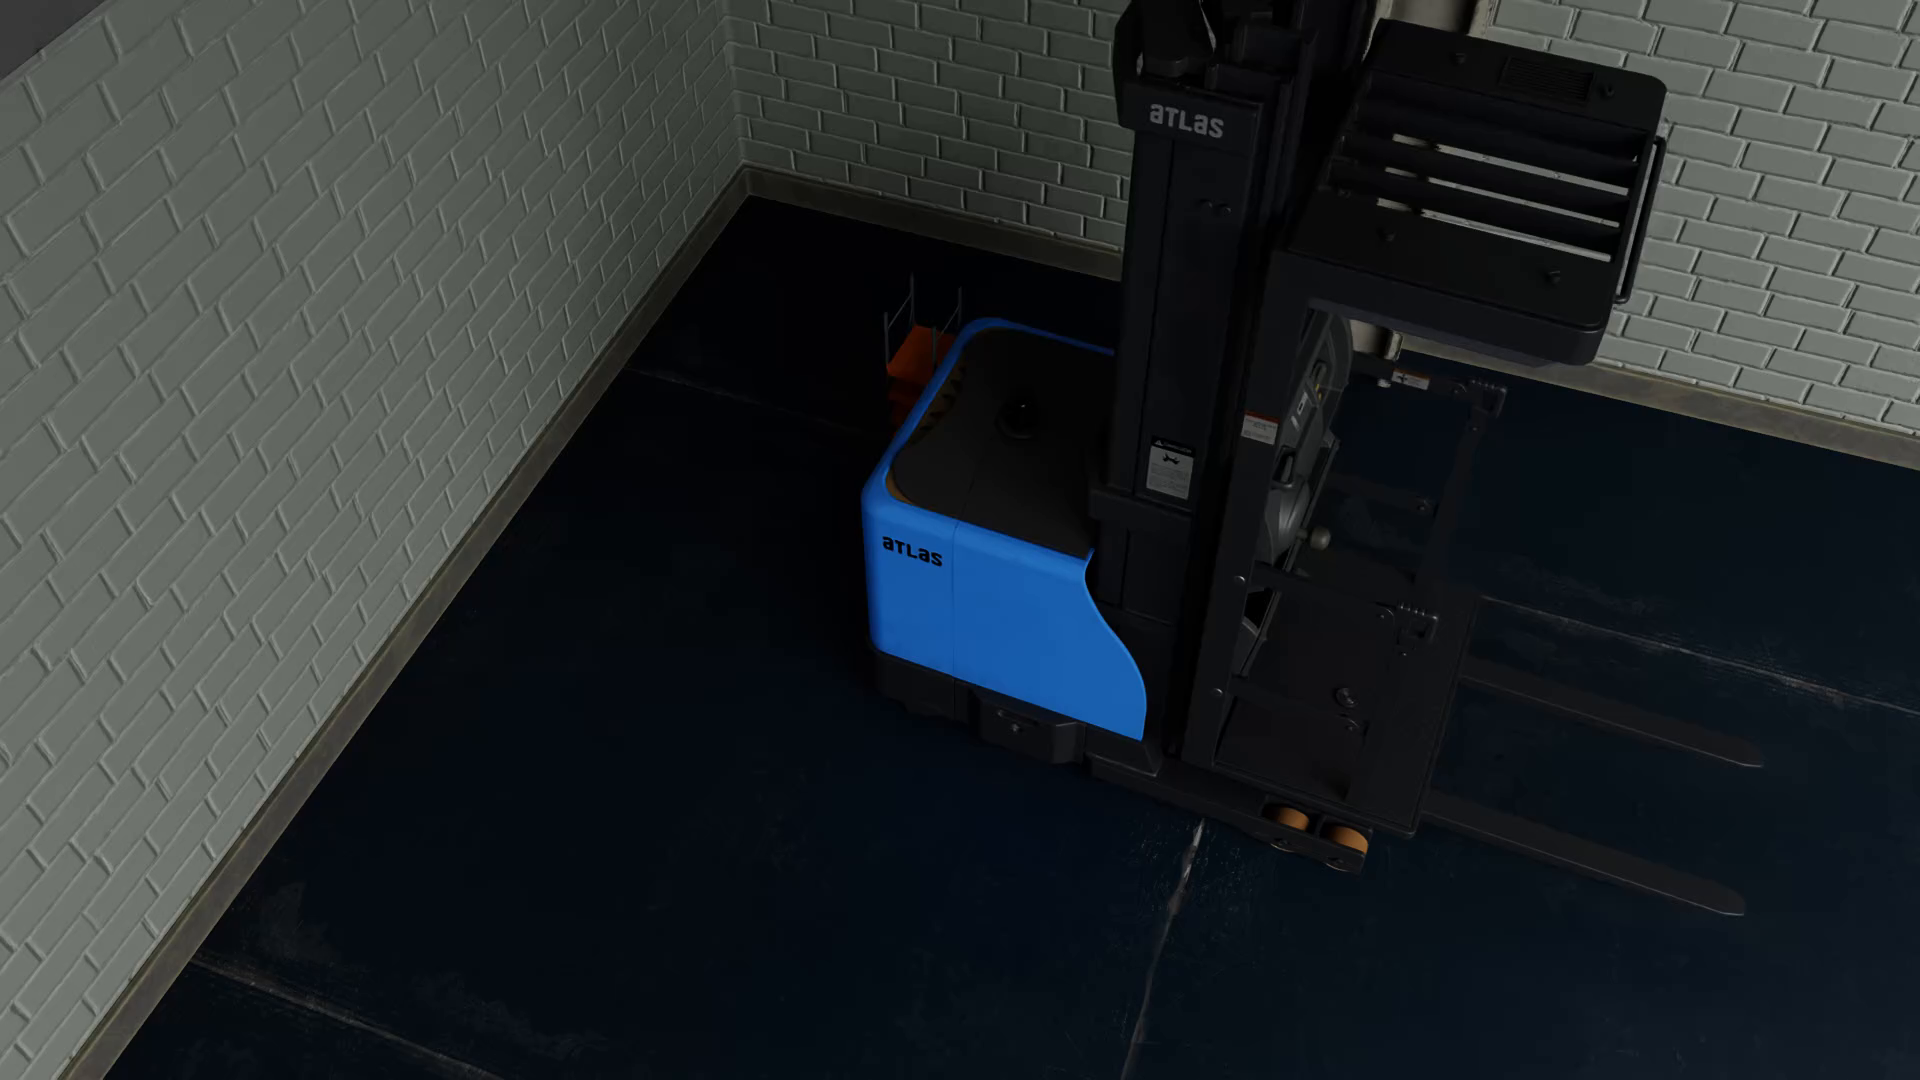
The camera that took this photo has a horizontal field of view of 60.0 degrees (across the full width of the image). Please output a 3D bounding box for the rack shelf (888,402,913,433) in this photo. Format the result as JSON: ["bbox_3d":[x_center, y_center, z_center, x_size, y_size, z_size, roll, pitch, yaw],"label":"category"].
[{"bbox_3d":[-0.129,-0.487,6.144,0.180,0.103,0.258,18,51,15],"label":"rack shelf"}]

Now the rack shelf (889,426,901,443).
[{"bbox_3d":[-0.129,-0.408,6.235,0.180,0.103,0.258,18,51,15],"label":"rack shelf"}]

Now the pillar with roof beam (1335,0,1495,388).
[{"bbox_3d":[0.230,-0.713,1.279,0.400,9.000,9.100,16,51,13],"label":"pillar with roof beam"}]

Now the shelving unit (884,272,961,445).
[{"bbox_3d":[-0.129,-0.437,6.202,0.189,1.200,0.258,18,51,15],"label":"shelving unit"}]

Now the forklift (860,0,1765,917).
[{"bbox_3d":[1.229,-0.298,4.935,3.031,2.935,1.130,18,51,15],"label":"forklift"}]

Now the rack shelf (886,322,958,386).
[{"bbox_3d":[-0.129,-0.644,5.963,0.180,0.103,0.258,18,51,15],"label":"rack shelf"}]

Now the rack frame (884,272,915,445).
[{"bbox_3d":[-0.213,-0.464,6.225,0.006,1.200,0.240,18,51,15],"label":"rack frame"}]

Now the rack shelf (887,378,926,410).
[{"bbox_3d":[-0.129,-0.565,6.054,0.180,0.103,0.258,18,51,15],"label":"rack shelf"}]

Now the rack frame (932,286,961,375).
[{"bbox_3d":[-0.045,-0.410,6.178,0.006,1.200,0.240,18,51,15],"label":"rack frame"}]
